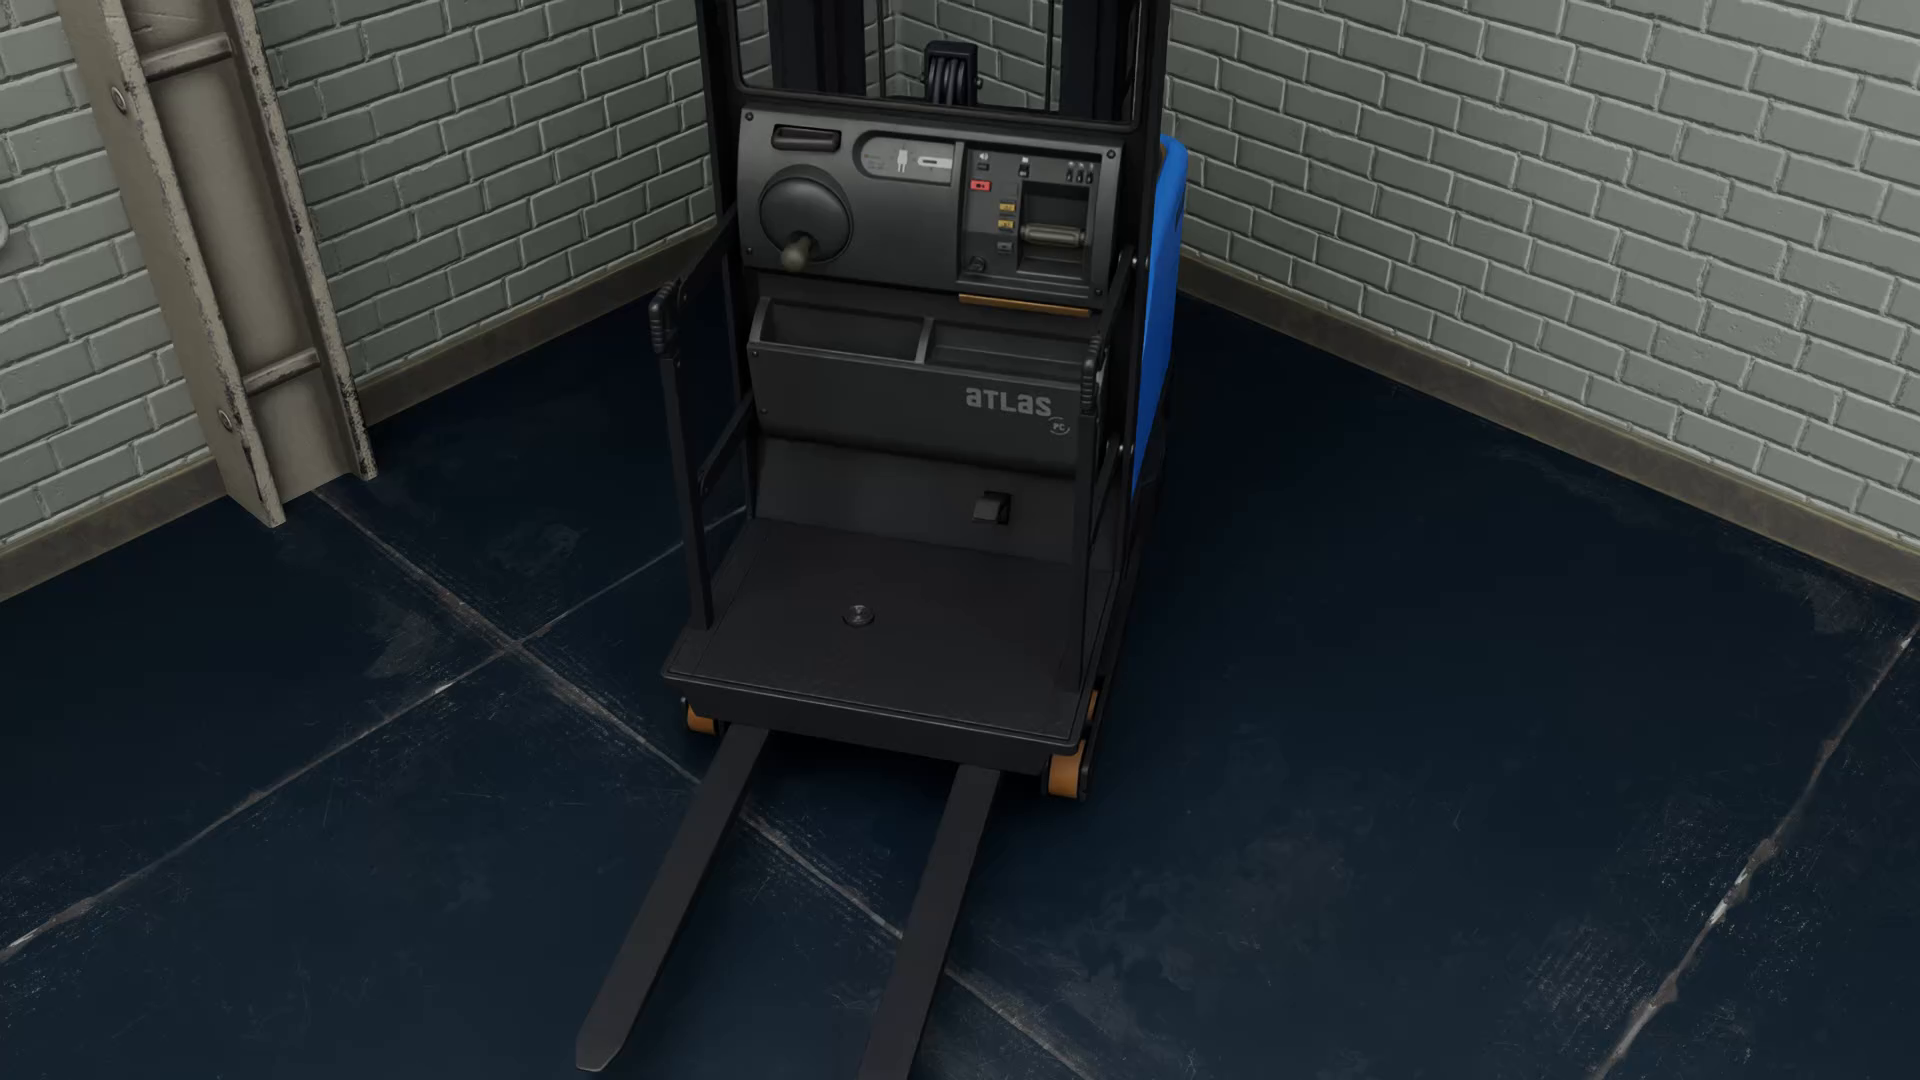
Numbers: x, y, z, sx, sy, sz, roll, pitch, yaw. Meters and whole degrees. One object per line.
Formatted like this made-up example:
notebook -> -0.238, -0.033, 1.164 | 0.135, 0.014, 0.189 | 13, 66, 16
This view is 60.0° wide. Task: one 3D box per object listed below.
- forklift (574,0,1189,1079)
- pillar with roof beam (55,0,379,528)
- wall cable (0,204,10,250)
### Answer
forklift -> -0.132, -0.731, 3.814 | 1.130, 2.935, 3.031 | 9, 39, 11
pillar with roof beam -> 1.004, -1.907, 0.418 | 9.100, 9.000, 0.400 | 30, 47, 32
wall cable -> -3.191, -1.146, 3.465 | 0.084, 1.984, 1.851 | 30, 47, 32
